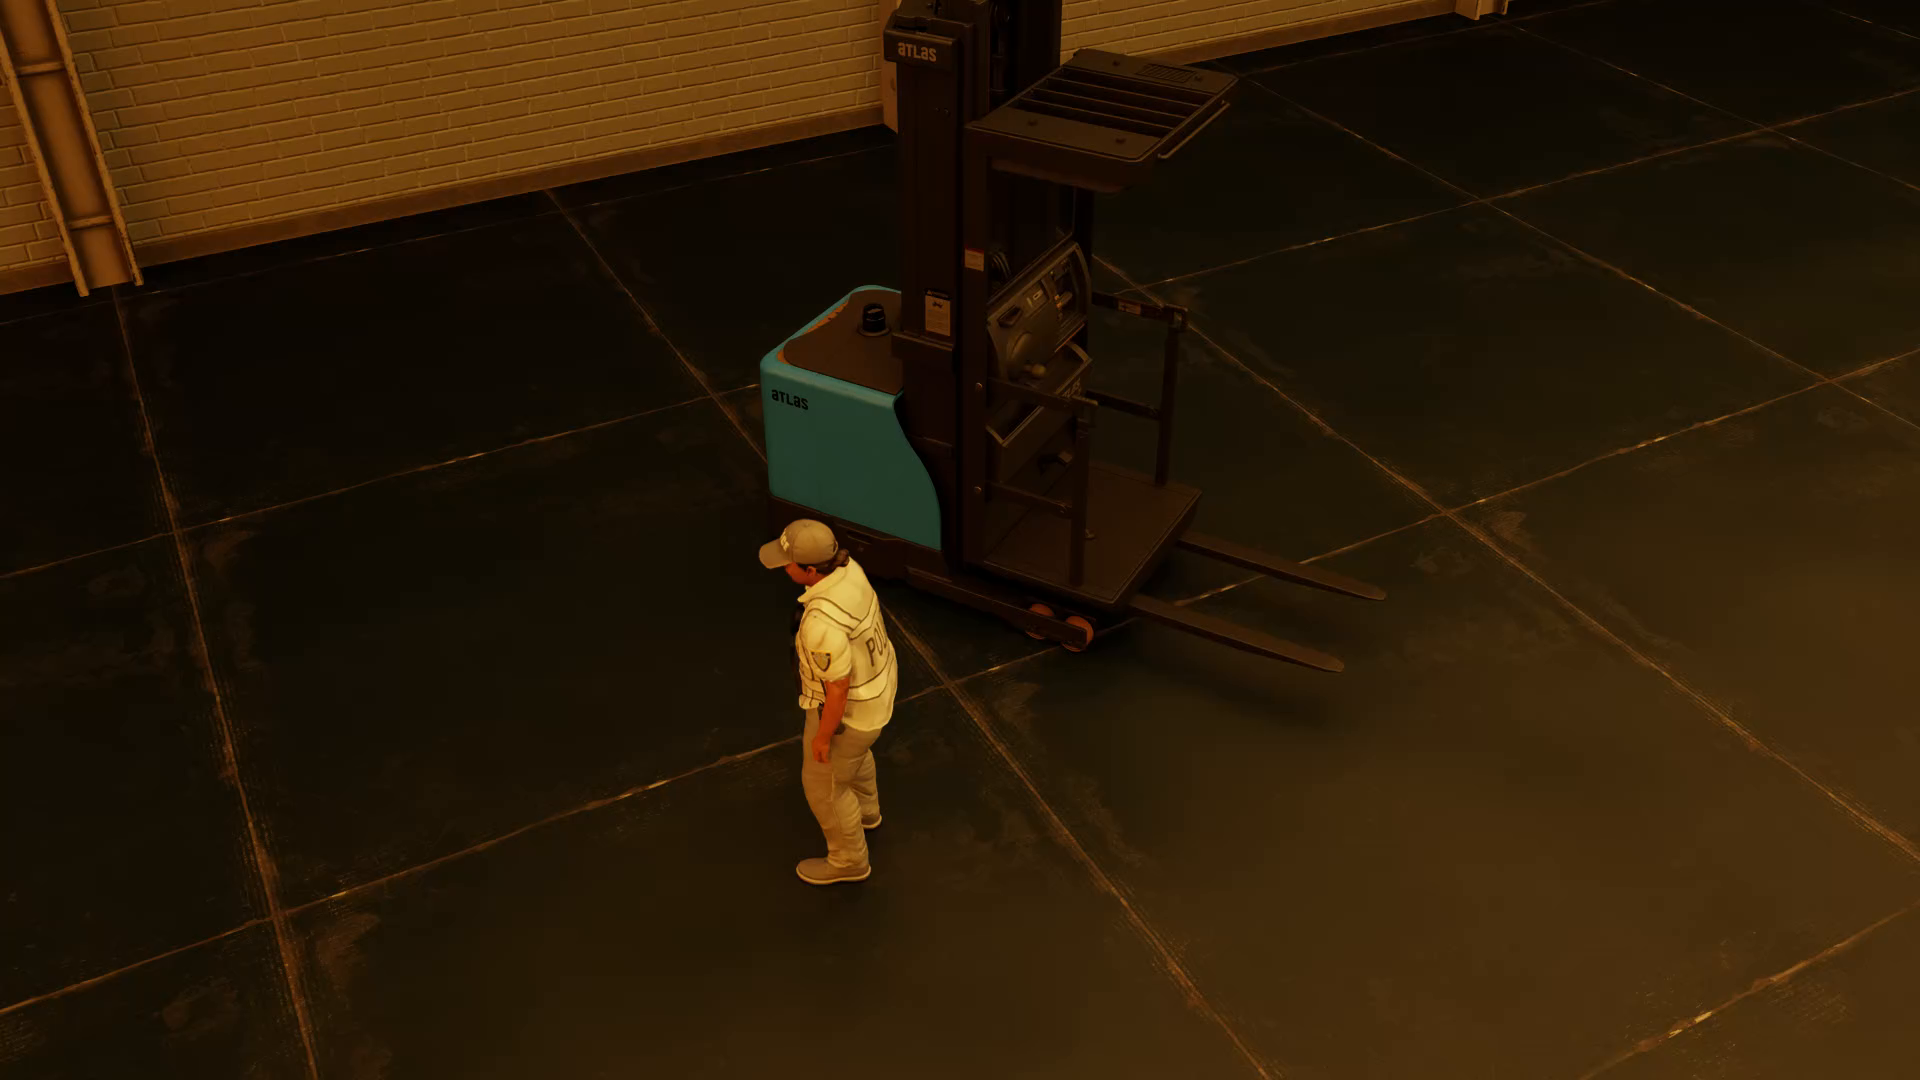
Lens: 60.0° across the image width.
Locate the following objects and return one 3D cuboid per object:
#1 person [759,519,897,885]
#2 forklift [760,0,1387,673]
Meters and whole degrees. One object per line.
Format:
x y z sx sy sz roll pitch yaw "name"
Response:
-0.480 0.601 6.372 0.470 1.665 0.564 4 35 6 "person"
0.549 -1.019 7.564 3.031 2.935 1.130 18 39 24 "forklift"
